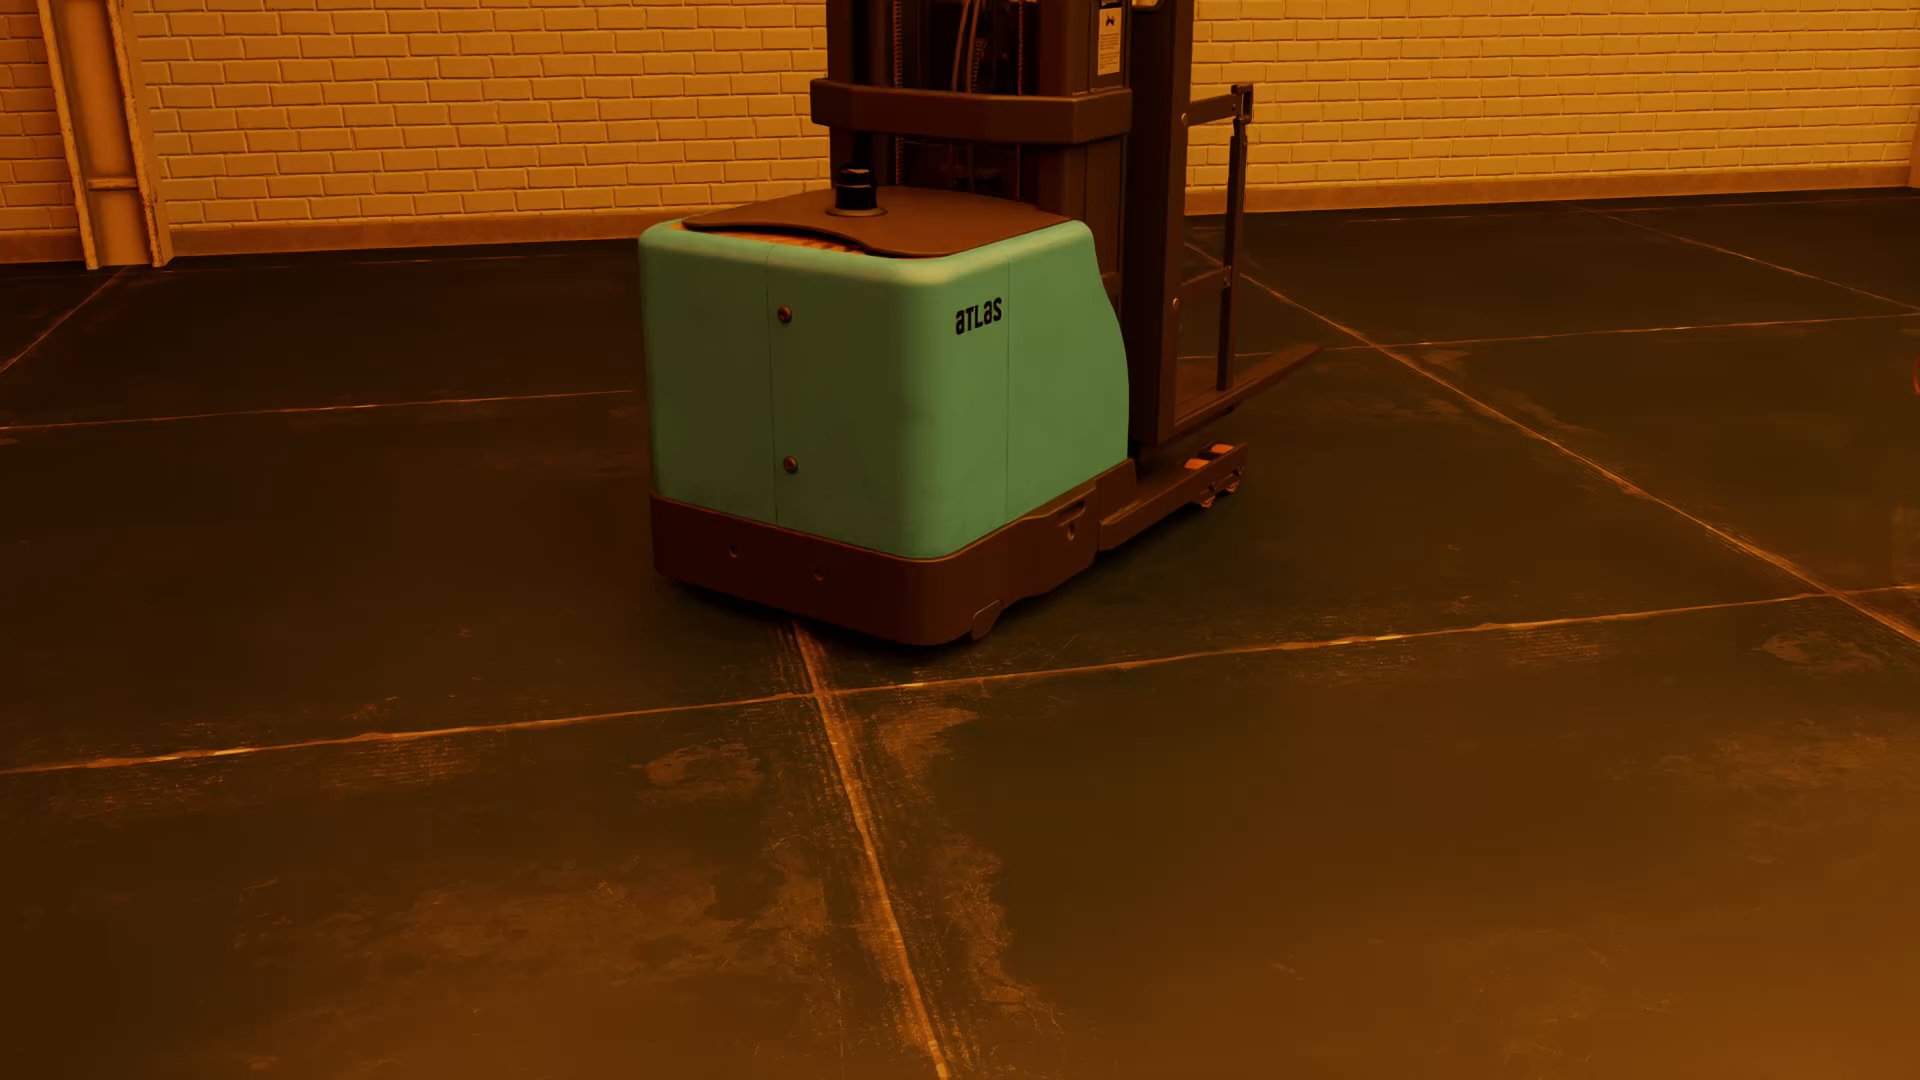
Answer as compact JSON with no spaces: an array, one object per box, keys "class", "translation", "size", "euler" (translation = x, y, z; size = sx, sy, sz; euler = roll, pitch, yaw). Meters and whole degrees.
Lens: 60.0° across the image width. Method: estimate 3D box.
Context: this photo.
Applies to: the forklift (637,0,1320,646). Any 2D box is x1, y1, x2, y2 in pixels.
[{"class":"forklift","translation":[0.337,-1.562,5.279],"size":[1.130,2.935,3.031],"euler":[13,25,31]}]
